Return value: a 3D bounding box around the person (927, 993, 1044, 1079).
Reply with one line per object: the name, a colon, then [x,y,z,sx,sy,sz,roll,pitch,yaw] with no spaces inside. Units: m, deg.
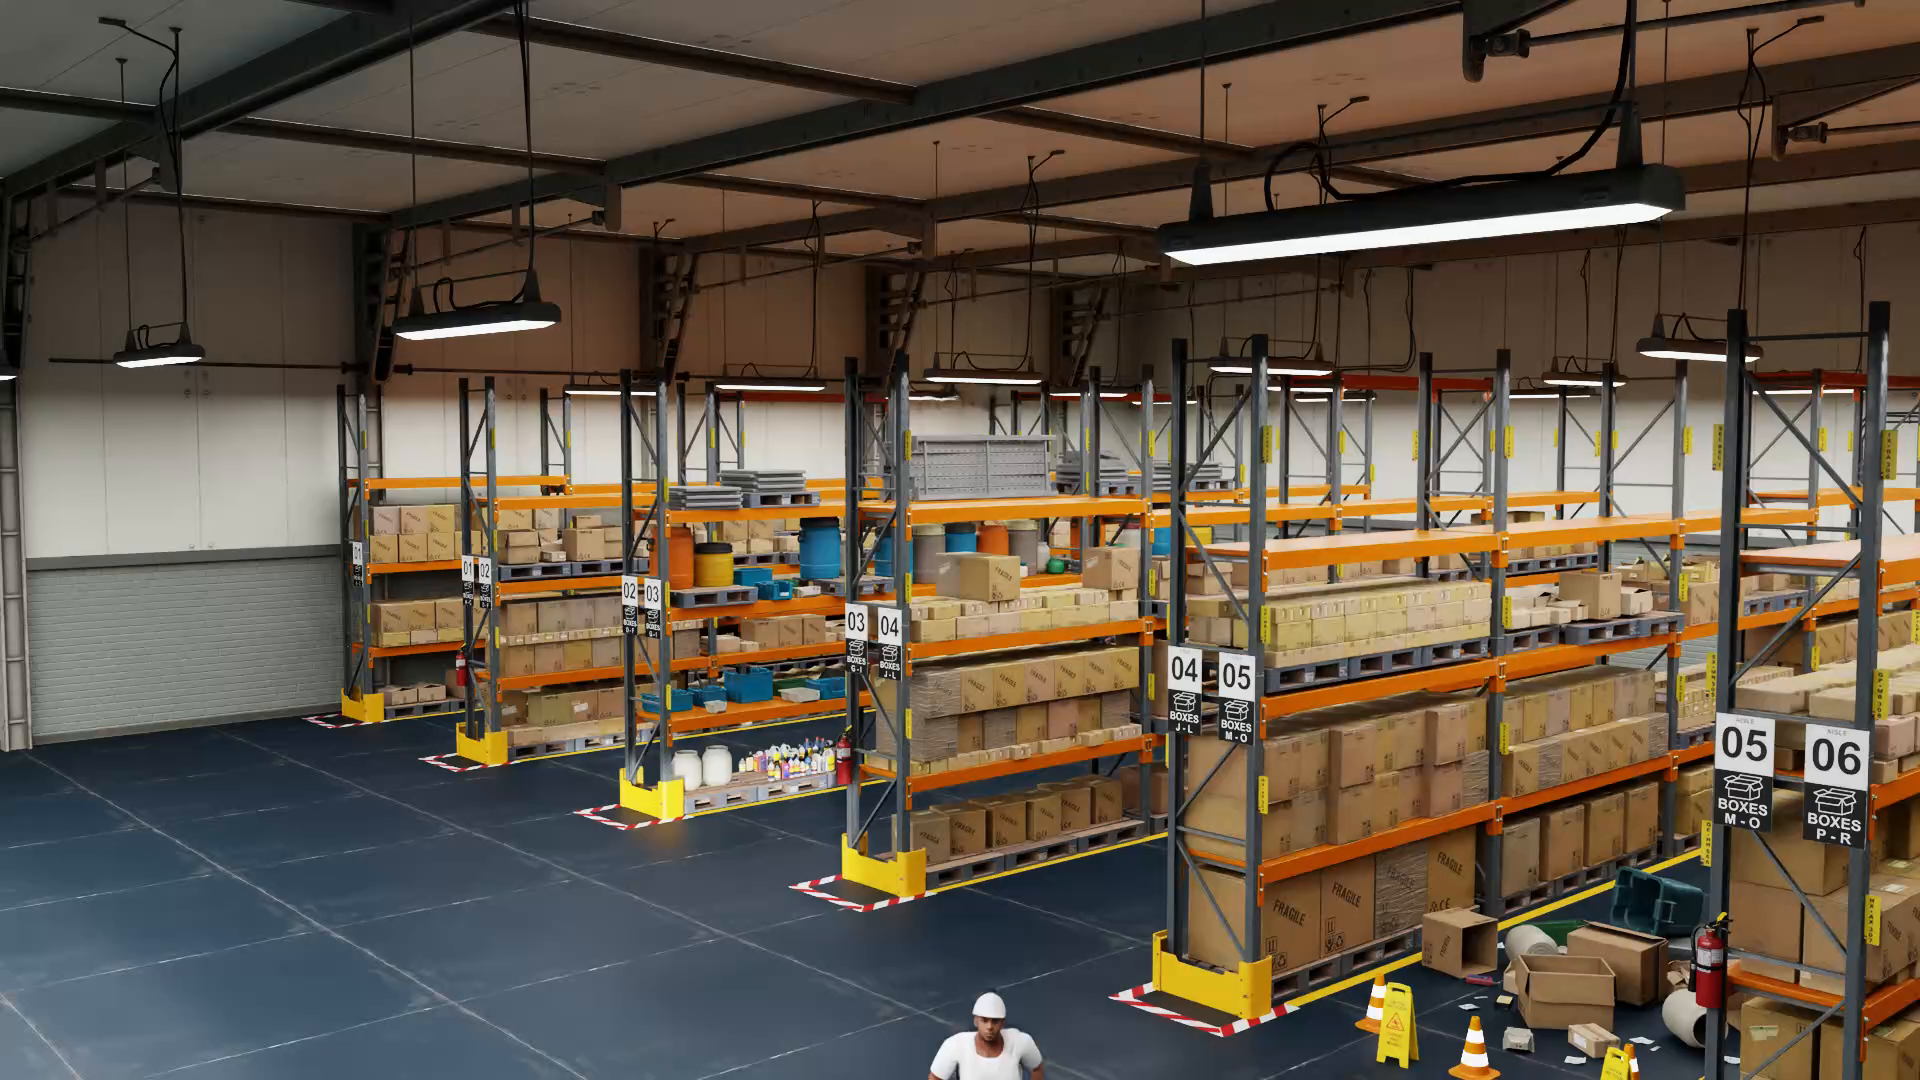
person: [0.162,3.629,10.275,0.727,1.751,0.880,0,4,-1]
